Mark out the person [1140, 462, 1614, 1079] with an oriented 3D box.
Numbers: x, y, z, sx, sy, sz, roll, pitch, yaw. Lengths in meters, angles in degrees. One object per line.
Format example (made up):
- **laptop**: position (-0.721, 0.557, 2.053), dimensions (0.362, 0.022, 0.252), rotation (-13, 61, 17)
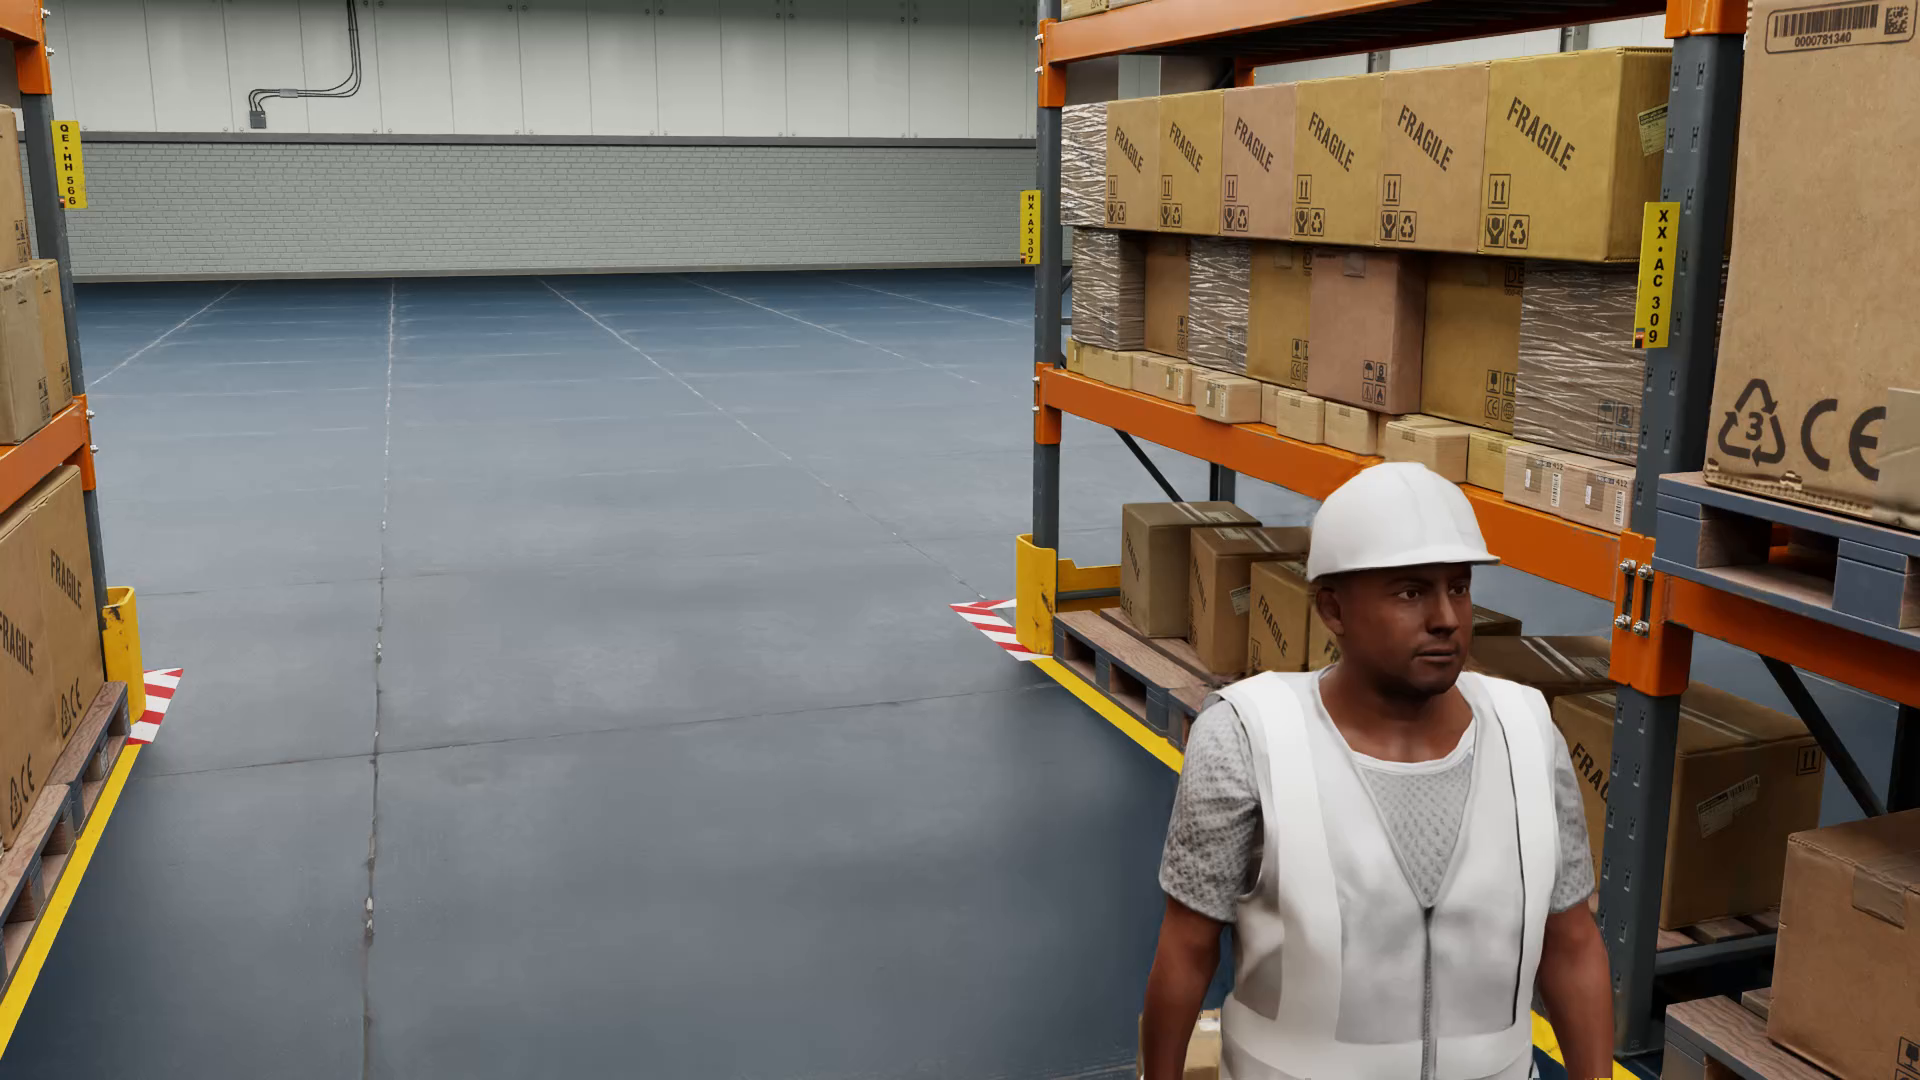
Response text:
- **person**: position (0.551, 0.815, 2.168), dimensions (0.614, 1.830, 0.503), rotation (-2, 12, -10)
